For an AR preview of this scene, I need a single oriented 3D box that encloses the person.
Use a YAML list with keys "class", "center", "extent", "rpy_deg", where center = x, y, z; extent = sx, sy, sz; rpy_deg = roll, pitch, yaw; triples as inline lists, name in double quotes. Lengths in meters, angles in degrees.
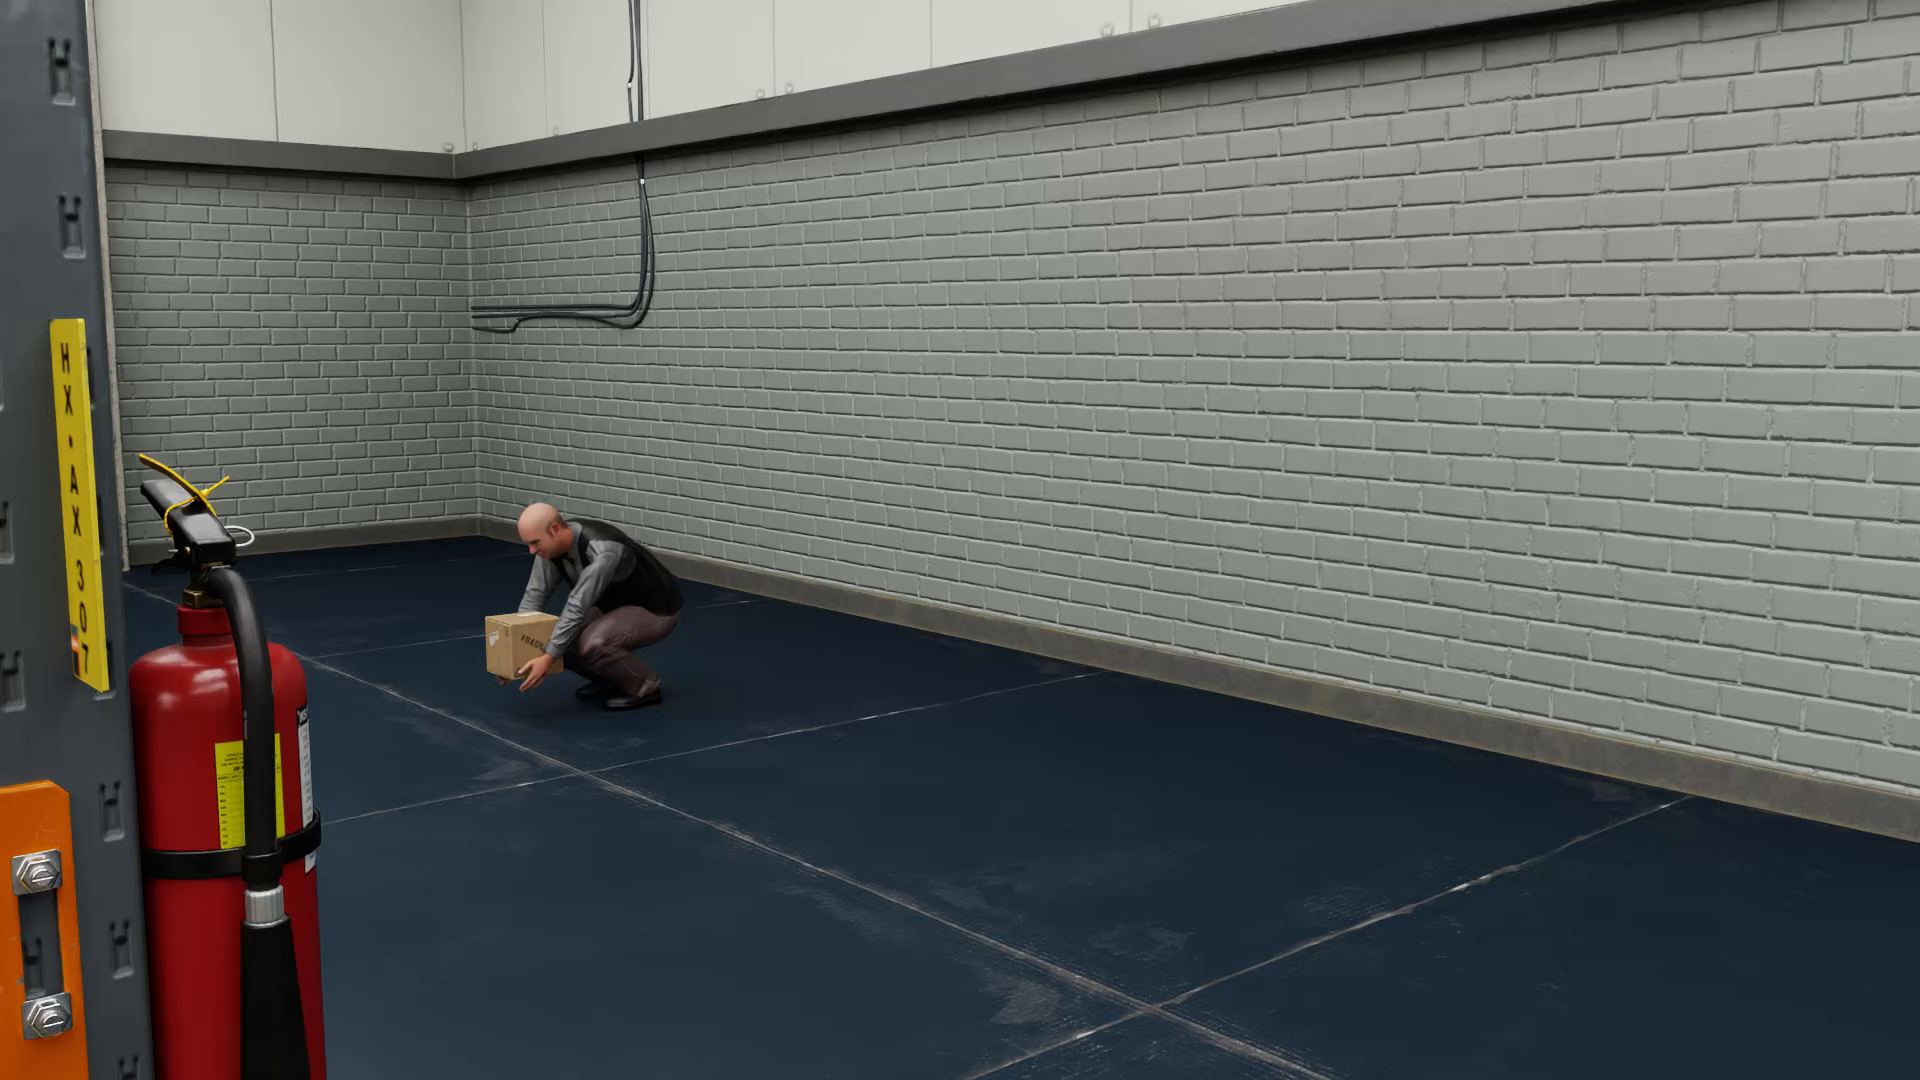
- class: "person"
  center: [-1.695, 0.291, 7.611]
  extent: [0.856, 0.973, 0.520]
  rpy_deg: [-7, 10, -42]
